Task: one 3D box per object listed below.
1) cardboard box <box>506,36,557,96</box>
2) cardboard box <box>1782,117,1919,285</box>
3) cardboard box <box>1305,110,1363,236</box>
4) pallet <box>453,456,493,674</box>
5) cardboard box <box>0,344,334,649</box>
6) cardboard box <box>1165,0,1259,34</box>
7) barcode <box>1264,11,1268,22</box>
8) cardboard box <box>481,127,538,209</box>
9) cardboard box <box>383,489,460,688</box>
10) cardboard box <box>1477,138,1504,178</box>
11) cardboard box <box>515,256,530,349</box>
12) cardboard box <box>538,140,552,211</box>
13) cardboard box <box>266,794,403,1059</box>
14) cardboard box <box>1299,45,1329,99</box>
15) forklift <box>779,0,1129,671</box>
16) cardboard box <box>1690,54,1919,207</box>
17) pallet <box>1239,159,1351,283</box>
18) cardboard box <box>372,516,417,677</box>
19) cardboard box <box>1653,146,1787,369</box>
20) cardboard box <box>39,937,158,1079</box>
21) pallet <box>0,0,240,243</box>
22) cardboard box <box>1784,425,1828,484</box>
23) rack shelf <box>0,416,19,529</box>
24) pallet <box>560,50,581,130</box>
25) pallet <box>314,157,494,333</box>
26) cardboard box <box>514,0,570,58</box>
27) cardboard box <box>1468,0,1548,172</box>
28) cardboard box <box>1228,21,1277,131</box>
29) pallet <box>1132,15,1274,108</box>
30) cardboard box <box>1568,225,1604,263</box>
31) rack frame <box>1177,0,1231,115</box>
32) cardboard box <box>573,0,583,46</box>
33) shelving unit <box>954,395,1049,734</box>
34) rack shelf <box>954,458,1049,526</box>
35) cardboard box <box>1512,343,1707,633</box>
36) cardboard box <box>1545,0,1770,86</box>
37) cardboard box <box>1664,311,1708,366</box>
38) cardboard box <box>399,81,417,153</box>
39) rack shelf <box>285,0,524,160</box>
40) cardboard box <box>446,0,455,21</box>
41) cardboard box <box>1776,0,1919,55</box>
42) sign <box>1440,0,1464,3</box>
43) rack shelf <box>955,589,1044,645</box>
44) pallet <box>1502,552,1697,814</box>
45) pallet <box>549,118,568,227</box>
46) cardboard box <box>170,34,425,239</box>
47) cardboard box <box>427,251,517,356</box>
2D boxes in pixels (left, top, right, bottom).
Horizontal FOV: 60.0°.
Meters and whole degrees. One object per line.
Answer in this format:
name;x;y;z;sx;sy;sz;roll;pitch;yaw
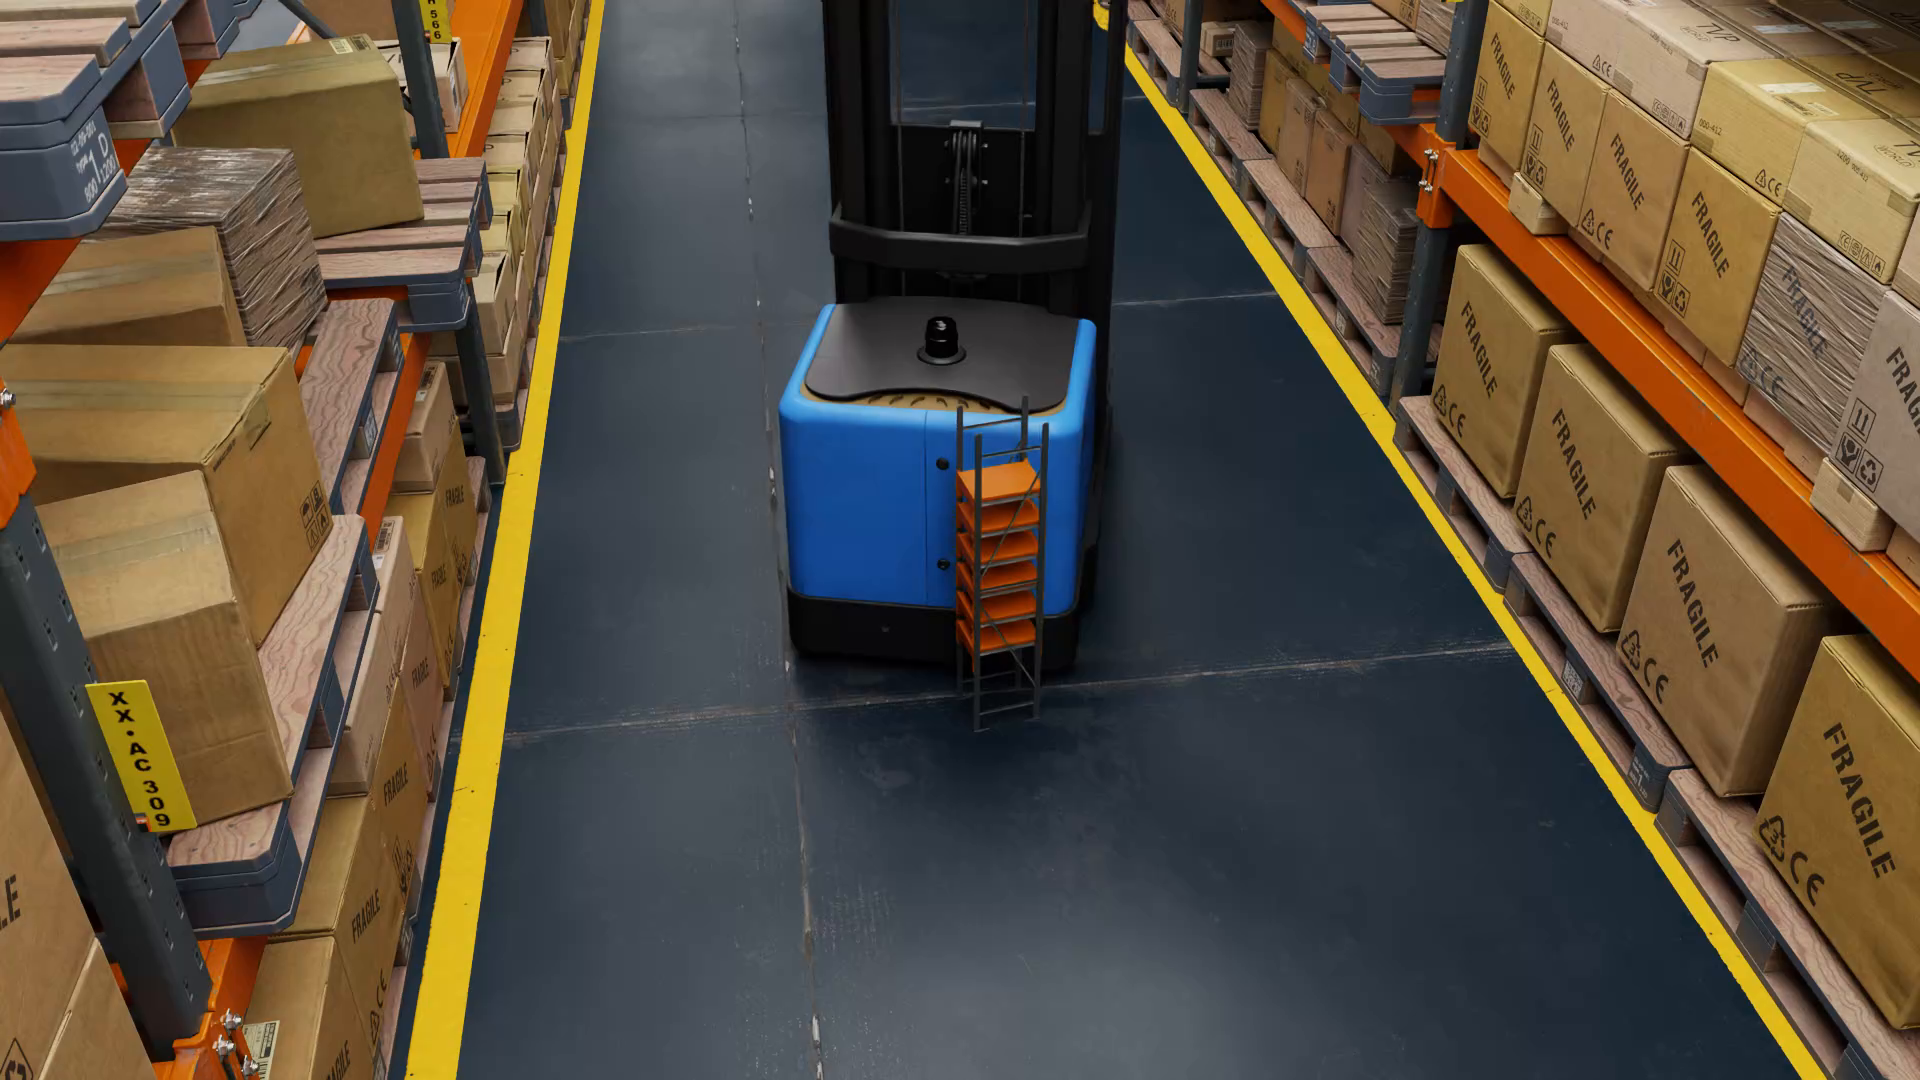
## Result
cardboard box;-2.643;-2.760;9.707;0.500;0.311;0.500;-4;35;-6
cardboard box;2.558;-0.902;4.374;0.500;0.250;0.500;-4;34;-5
cardboard box;2.267;-1.958;8.789;0.700;0.500;0.500;-5;35;-7
pallet;-2.381;0.109;6.403;1.003;0.211;1.213;-4;35;-6
cardboard box;-1.903;-0.106;3.780;0.700;0.500;0.500;1;34;1
cardboard box;1.747;-3.797;11.487;0.500;0.500;0.500;-7;35;-10
barcode;2.109;-3.602;11.450;0.001;0.075;0.075;-4;35;-6
cardboard box;-2.438;-1.911;8.461;0.500;0.311;0.500;-5;35;-7
cardboard box;-2.016;0.181;5.650;0.500;0.500;0.500;-6;35;-8
cardboard box;2.279;-1.543;6.556;0.380;0.149;0.250;-5;35;-7
cardboard box;-2.292;-1.095;7.762;0.500;0.250;0.500;-5;35;-8
cardboard box;-2.503;-1.955;9.024;0.500;0.250;0.500;-4;34;-5
cardboard box;-1.812;1.035;4.396;0.500;0.500;0.500;-4;34;-6
cardboard box;2.178;-2.586;9.044;0.500;0.250;0.500;-5;35;-8
forklift;0.086;-1.560;6.437;1.130;2.935;3.031;4;35;6
cardboard box;2.489;-1.187;4.791;0.500;0.250;0.500;-5;35;-7
pallet;2.200;-1.803;9.209;1.003;0.211;1.213;-4;35;-6
cardboard box;-1.932;0.184;4.979;0.500;0.250;0.500;-5;35;-7
cardboard box;2.481;-0.862;4.981;0.500;0.500;0.500;-3;34;-5
cardboard box;-1.584;0.987;2.549;0.500;0.500;0.500;-4;34;-6
pallet;-1.924;-0.762;2.708;1.213;0.211;1.003;-4;35;-6
cardboard box;2.568;-0.251;4.660;0.380;0.149;0.250;-4;35;-6
rack shelf;-1.637;0.943;0.678;1.077;0.370;4.000;-4;35;-6
pallet;-3.047;-2.990;10.950;1.003;0.211;1.213;-4;35;-6
pallet;-2.283;-1.011;5.740;1.213;0.211;1.003;-4;35;-6
cardboard box;-2.734;-3.325;10.368;0.500;0.500;0.500;-4;35;-6
cardboard box;2.276;-1.722;6.243;0.500;0.500;0.500;-3;34;-5
cardboard box;2.042;-2.812;10.041;0.700;0.500;0.500;-3;34;-5
pallet;1.801;-3.292;11.393;1.003;0.211;1.213;-4;35;-6
cardboard box;2.412;-1.116;5.930;0.380;0.149;0.250;-5;35;-7
rack frame;1.926;-4.072;10.062;1.000;3.000;0.127;-4;35;-6
cardboard box;-2.868;-3.573;11.398;0.500;0.250;0.500;-4;35;-6
shelving unit;0.133;0.104;5.532;0.258;1.200;0.189;-10;36;-15
rack shelf;0.133;-0.157;5.354;0.258;0.103;0.180;-10;36;-15
cardboard box;2.545;-0.216;5.939;0.750;0.750;0.750;-5;35;-7
cardboard box;2.343;-1.750;5.617;0.500;0.250;0.500;-5;35;-7
cardboard box;2.496;-0.688;5.302;0.380;0.149;0.250;-4;34;-6
cardboard box;-2.450;-1.632;6.561;0.500;0.311;0.500;-2;34;-3
rack shelf;-2.713;-2.282;8.073;1.077;0.370;4.000;-4;35;-6
cardboard box;-2.757;-2.733;8.008;0.500;0.500;0.500;-4;35;-6
cardboard box;2.914;-1.513;5.270;0.500;0.250;0.500;-5;35;-8
sign;1.928;-2.240;6.415;0.100;0.325;0.005;-4;35;-6
rack shelf;0.133;0.240;5.624;0.258;0.103;0.180;-10;36;-15
pallet;2.656;0.437;5.921;1.003;0.211;1.213;-4;35;-6
pallet;-2.844;-2.135;9.695;1.003;0.211;1.213;-4;35;-6
cardboard box;-2.248;-1.335;5.583;0.700;0.500;0.500;-16;37;-22
cardboard box;-2.223;-1.046;7.193;0.500;0.311;0.500;-3;34;-5
